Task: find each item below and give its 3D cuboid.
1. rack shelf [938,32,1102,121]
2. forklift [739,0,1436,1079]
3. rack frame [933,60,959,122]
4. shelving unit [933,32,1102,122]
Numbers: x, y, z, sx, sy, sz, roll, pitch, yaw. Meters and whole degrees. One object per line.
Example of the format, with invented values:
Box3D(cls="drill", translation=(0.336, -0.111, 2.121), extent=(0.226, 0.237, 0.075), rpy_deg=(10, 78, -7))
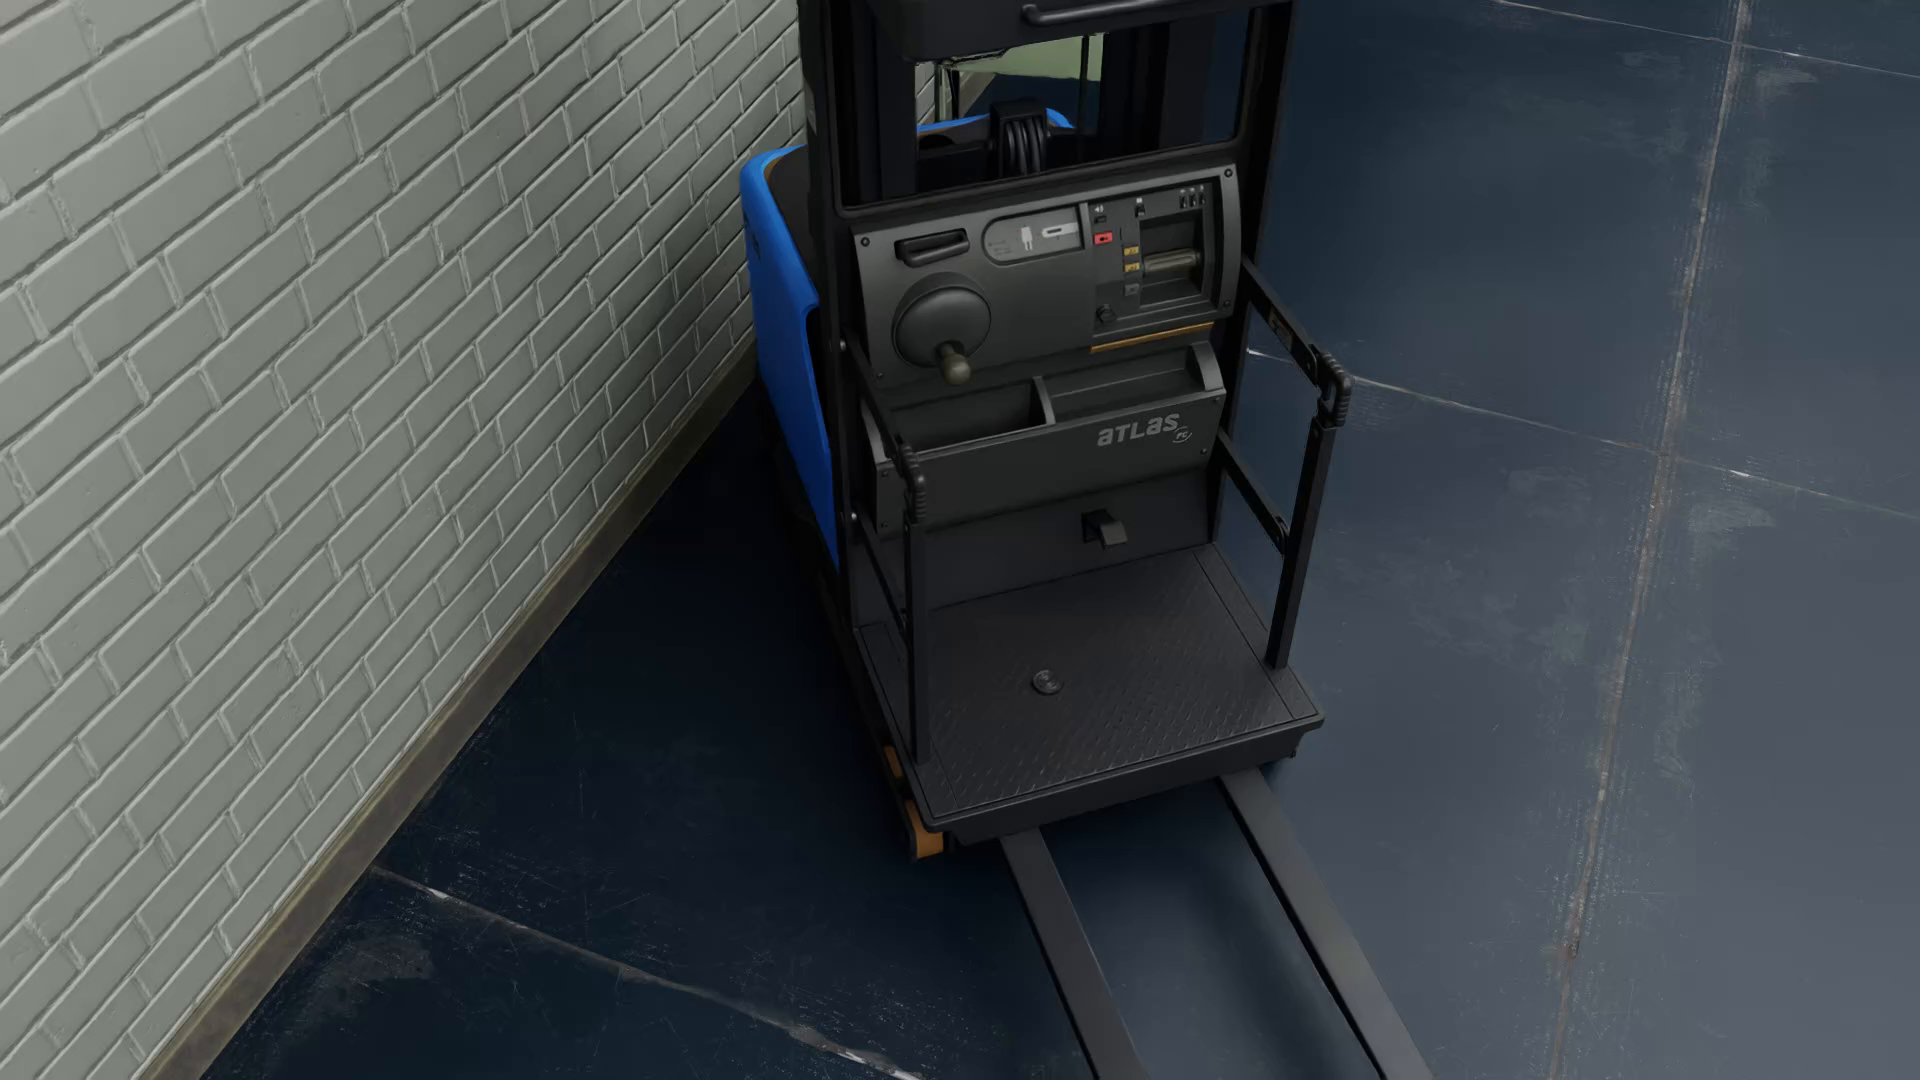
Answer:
Box3D(cls="rack shelf", translation=(0.320, -1.543, 5.184), extent=(0.720, 0.370, 0.431), rpy_deg=(6, 45, 6))
Box3D(cls="forklift", translation=(0.285, -0.527, 3.701), extent=(1.130, 2.935, 3.031), rpy_deg=(-13, 46, -13))
Box3D(cls="rack frame", translation=(-0.042, -1.304, 5.498), extent=(0.023, 1.500, 0.400), rpy_deg=(6, 45, 6))
Box3D(cls="shelving unit", translation=(0.320, -1.266, 5.459), extent=(0.755, 1.500, 0.431), rpy_deg=(6, 45, 6))
